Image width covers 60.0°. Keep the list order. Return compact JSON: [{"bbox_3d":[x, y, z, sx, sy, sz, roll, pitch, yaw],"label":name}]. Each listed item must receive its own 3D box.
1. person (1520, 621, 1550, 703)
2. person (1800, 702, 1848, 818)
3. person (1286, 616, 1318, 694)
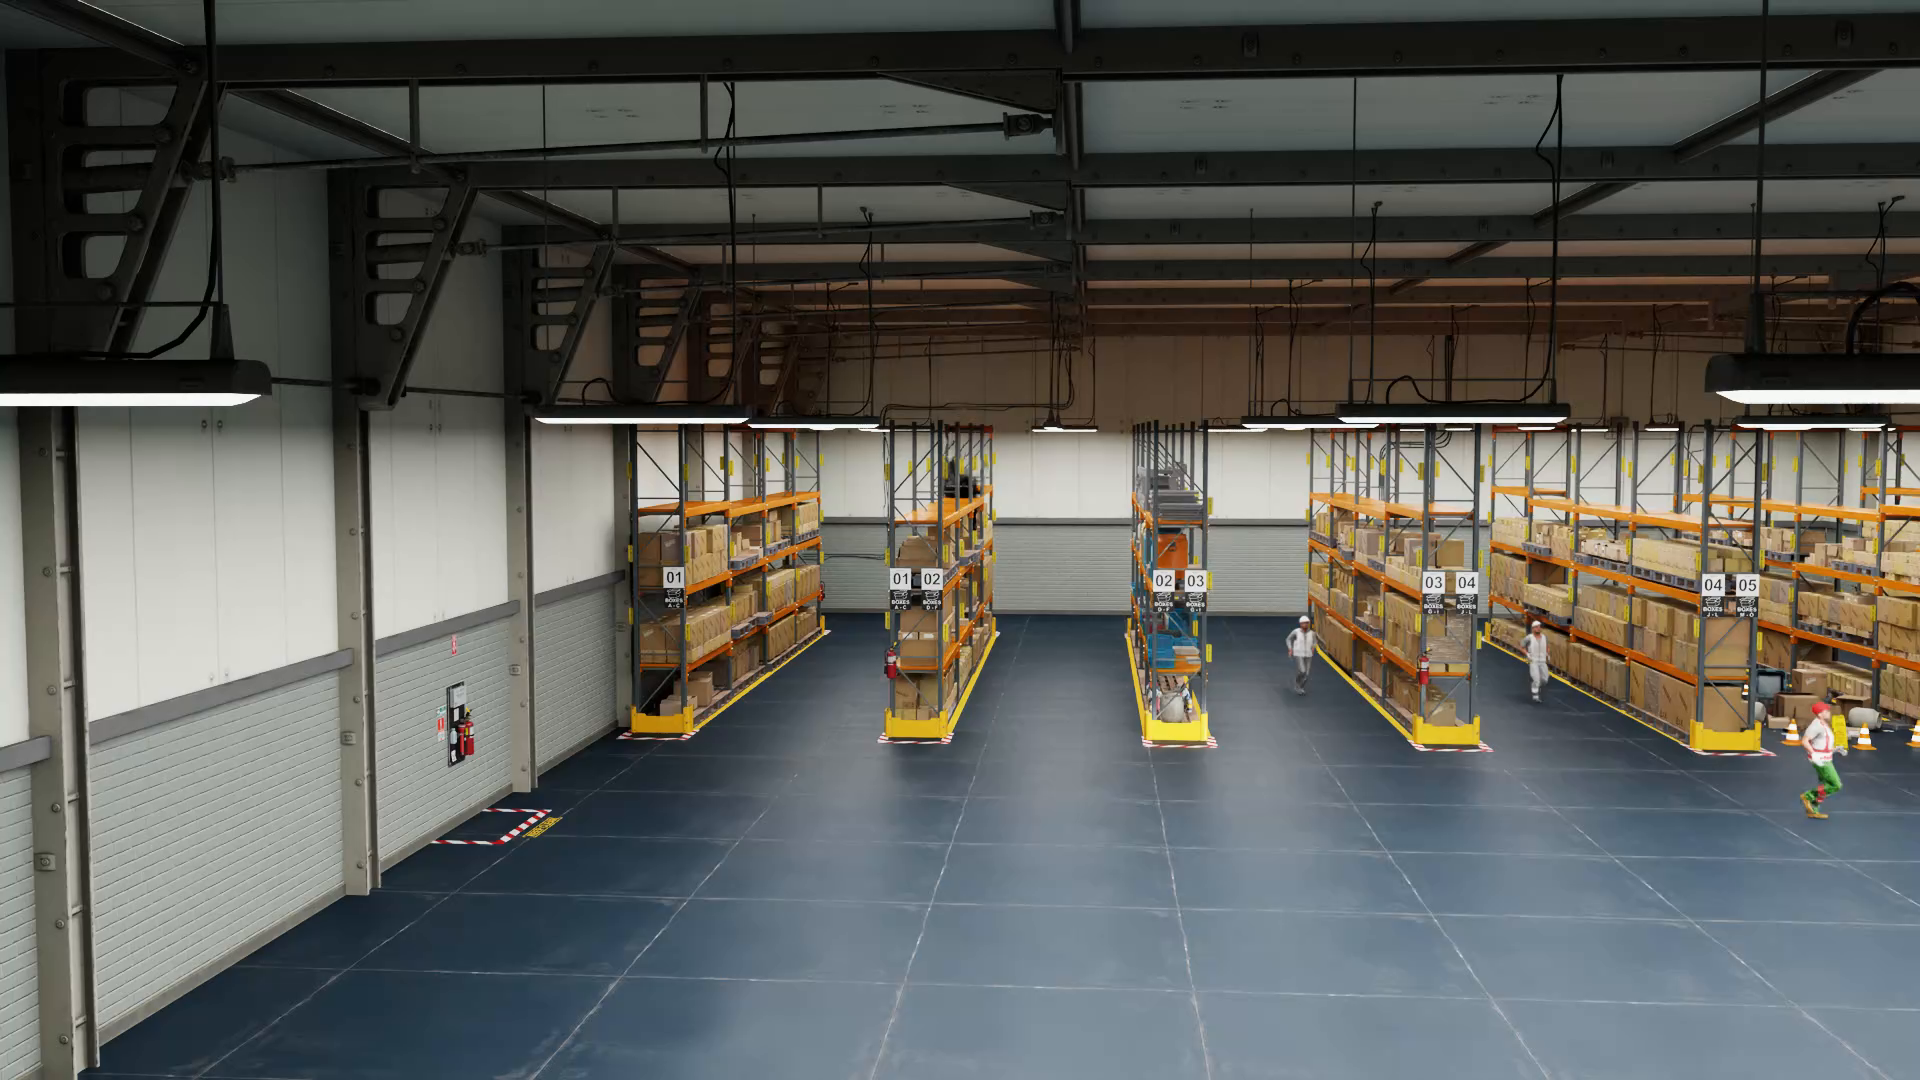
[{"bbox_3d":[12.321,2.602,35.571,0.653,1.736,0.621,0,4,-4],"label":"person"},{"bbox_3d":[12.852,3.284,24.731,0.587,1.739,0.656,3,4,35],"label":"person"},{"bbox_3d":[7.532,2.531,36.485,0.630,1.728,0.733,-1,4,-10],"label":"person"}]
